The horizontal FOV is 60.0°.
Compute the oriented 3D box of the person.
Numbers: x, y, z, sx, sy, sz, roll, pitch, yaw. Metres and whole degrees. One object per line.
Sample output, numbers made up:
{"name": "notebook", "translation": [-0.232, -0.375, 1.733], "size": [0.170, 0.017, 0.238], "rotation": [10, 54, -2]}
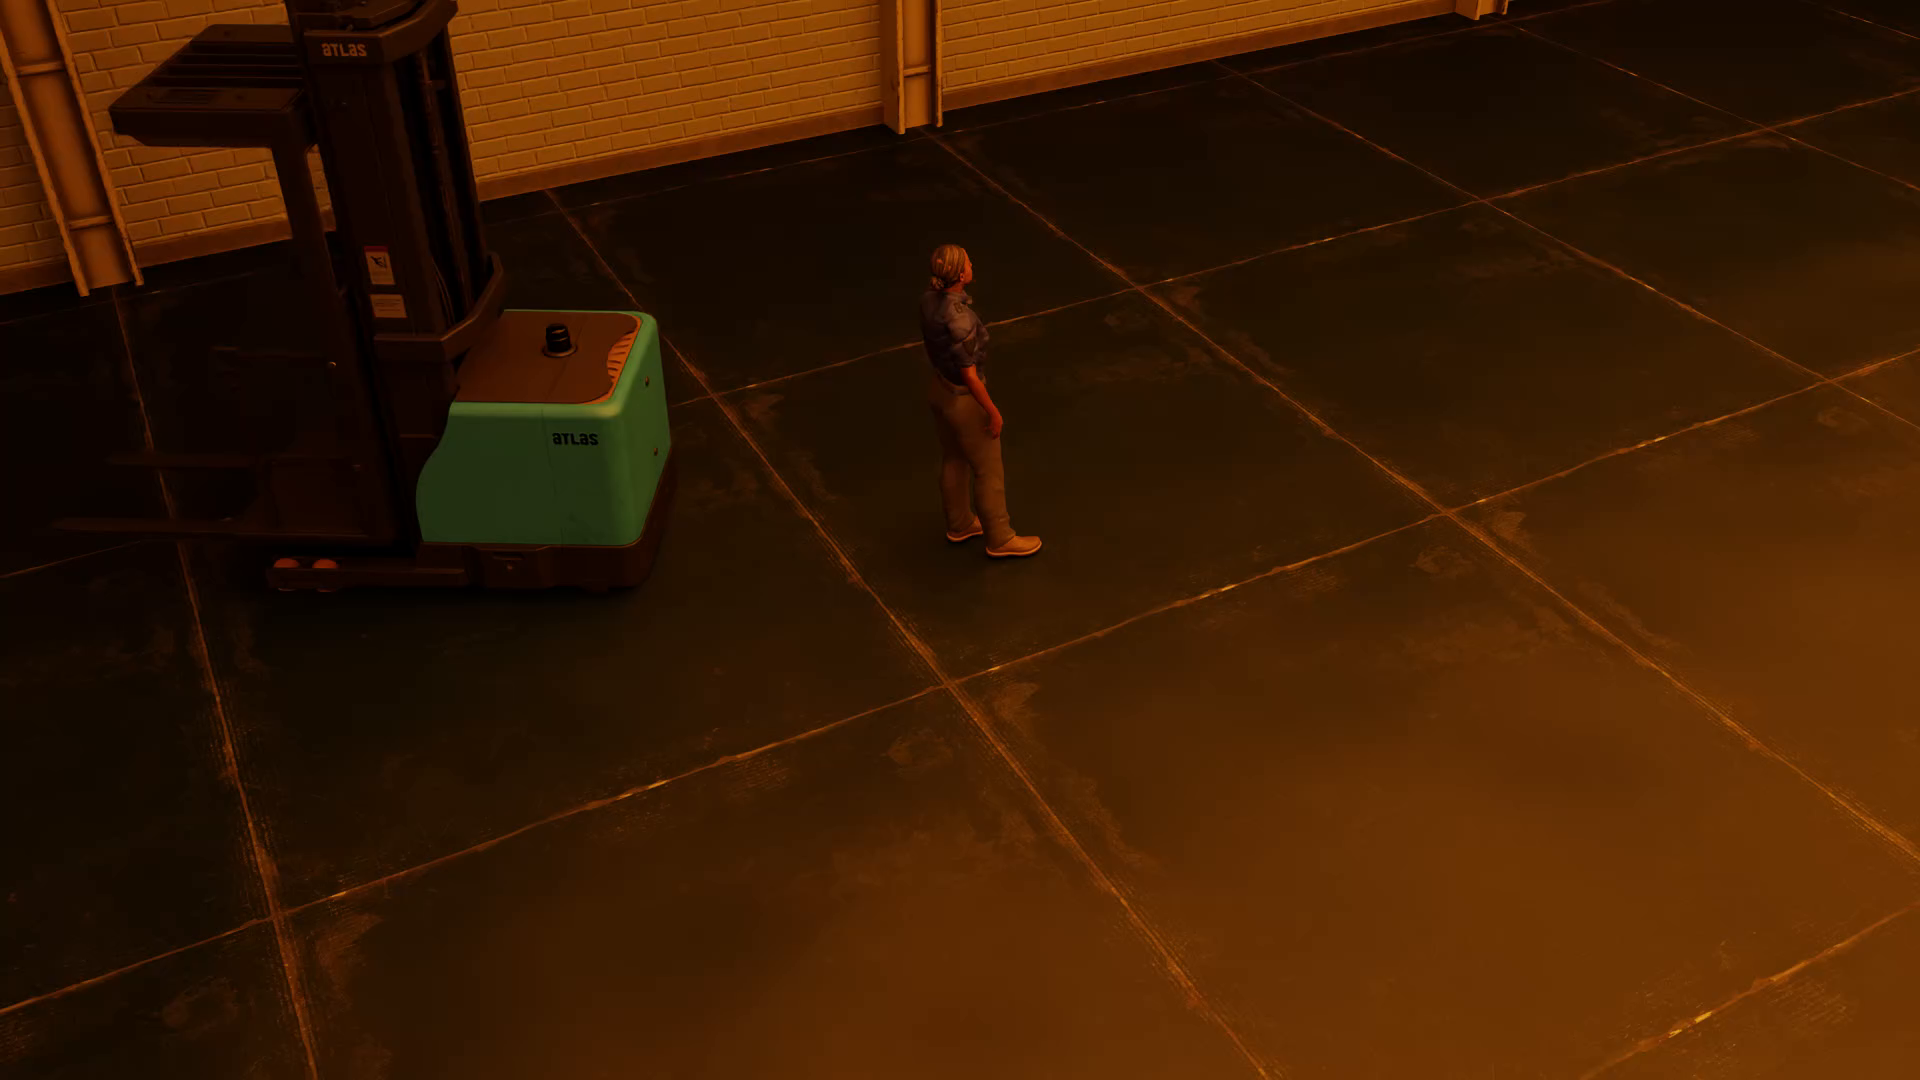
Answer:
{"name": "person", "translation": [0.087, -0.696, 8.200], "size": [0.503, 1.656, 0.569], "rotation": [-17, 39, -23]}

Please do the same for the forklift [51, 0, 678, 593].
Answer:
{"name": "forklift", "translation": [-3.052, -1.239, 7.875], "size": [3.031, 2.935, 1.130], "rotation": [1, 35, 2]}
